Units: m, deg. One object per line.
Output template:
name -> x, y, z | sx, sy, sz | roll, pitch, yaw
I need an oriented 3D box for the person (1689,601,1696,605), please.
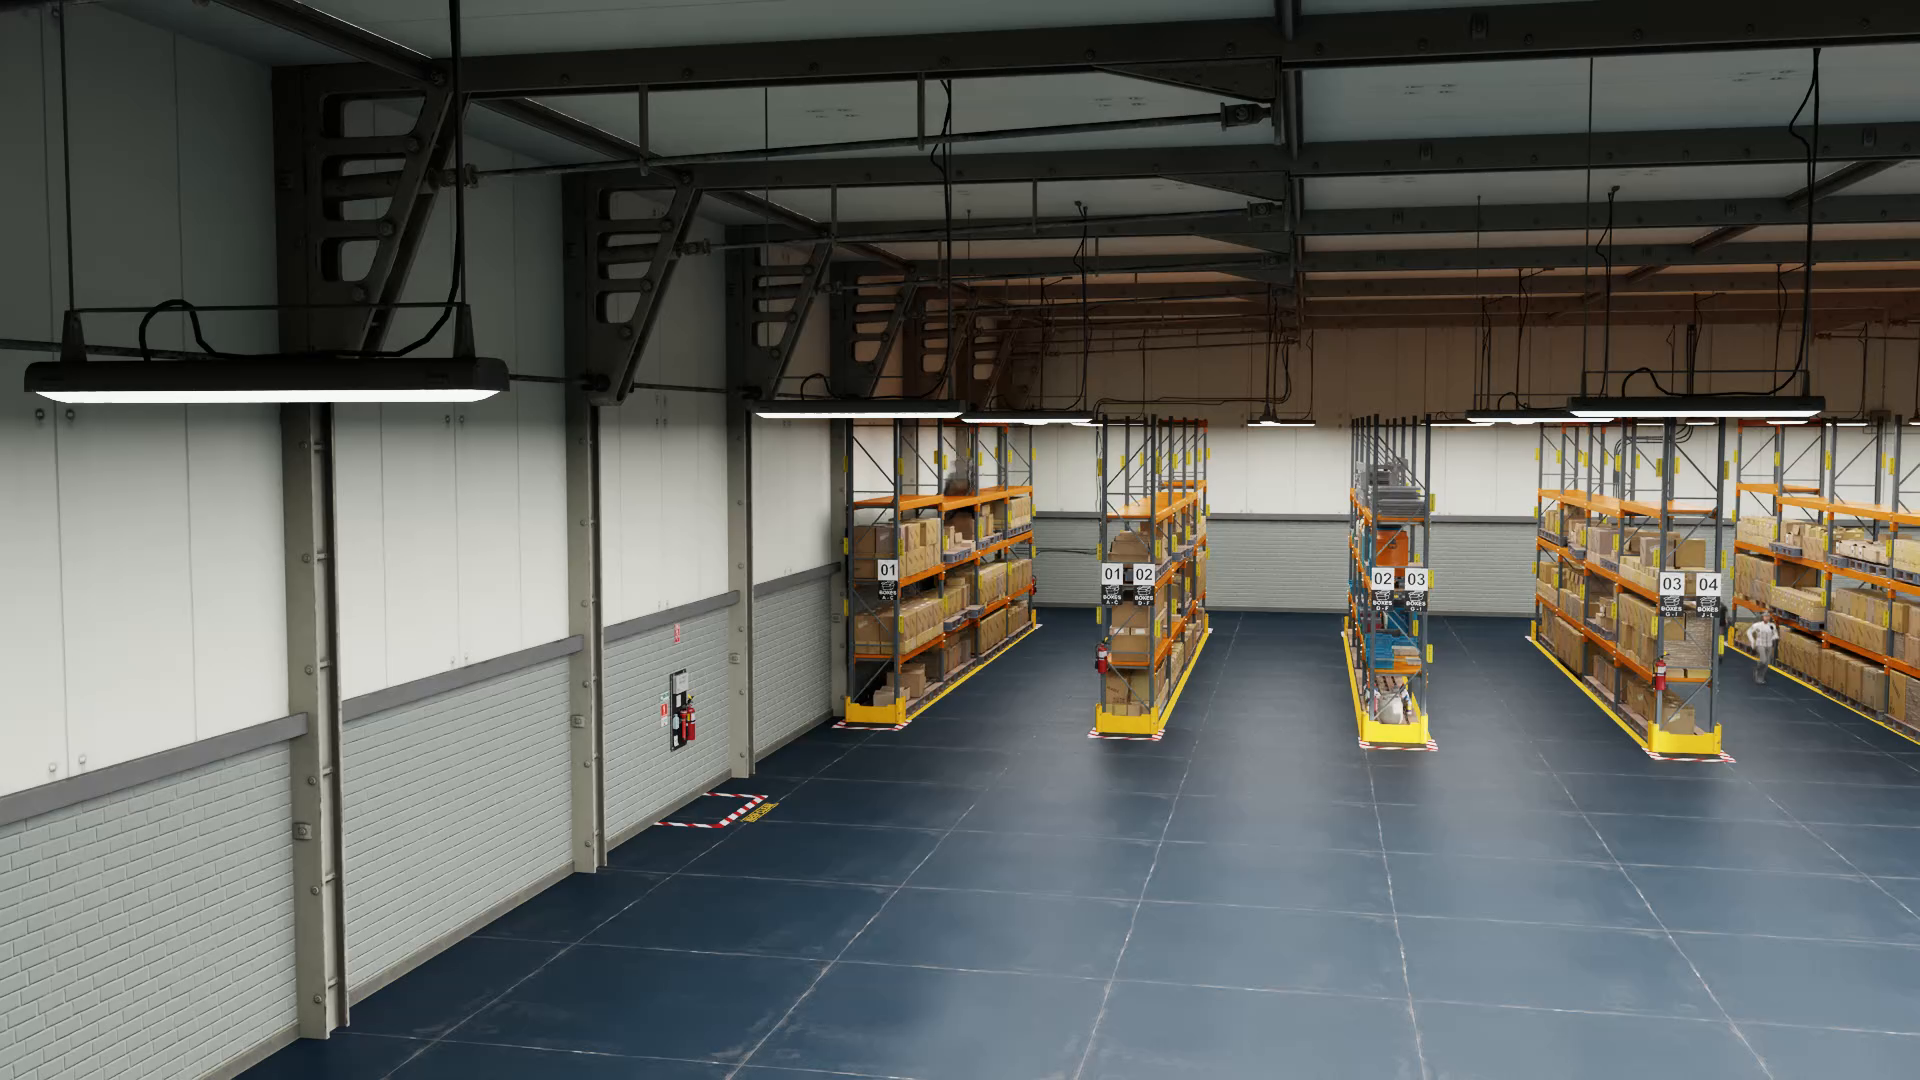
person -> 18.679, 2.064, 41.923 | 0.693, 1.734, 0.593 | 1, 4, 12

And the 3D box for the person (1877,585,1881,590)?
person -> 24.483, 1.975, 44.628 | 0.511, 1.565, 0.601 | 1, 4, 8

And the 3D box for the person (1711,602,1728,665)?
person -> 18.466, 2.157, 40.669 | 0.627, 1.784, 0.771 | 1, 4, 16

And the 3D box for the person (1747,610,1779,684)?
person -> 17.998, 2.397, 37.190 | 0.582, 1.672, 0.632 | 0, 4, 4
